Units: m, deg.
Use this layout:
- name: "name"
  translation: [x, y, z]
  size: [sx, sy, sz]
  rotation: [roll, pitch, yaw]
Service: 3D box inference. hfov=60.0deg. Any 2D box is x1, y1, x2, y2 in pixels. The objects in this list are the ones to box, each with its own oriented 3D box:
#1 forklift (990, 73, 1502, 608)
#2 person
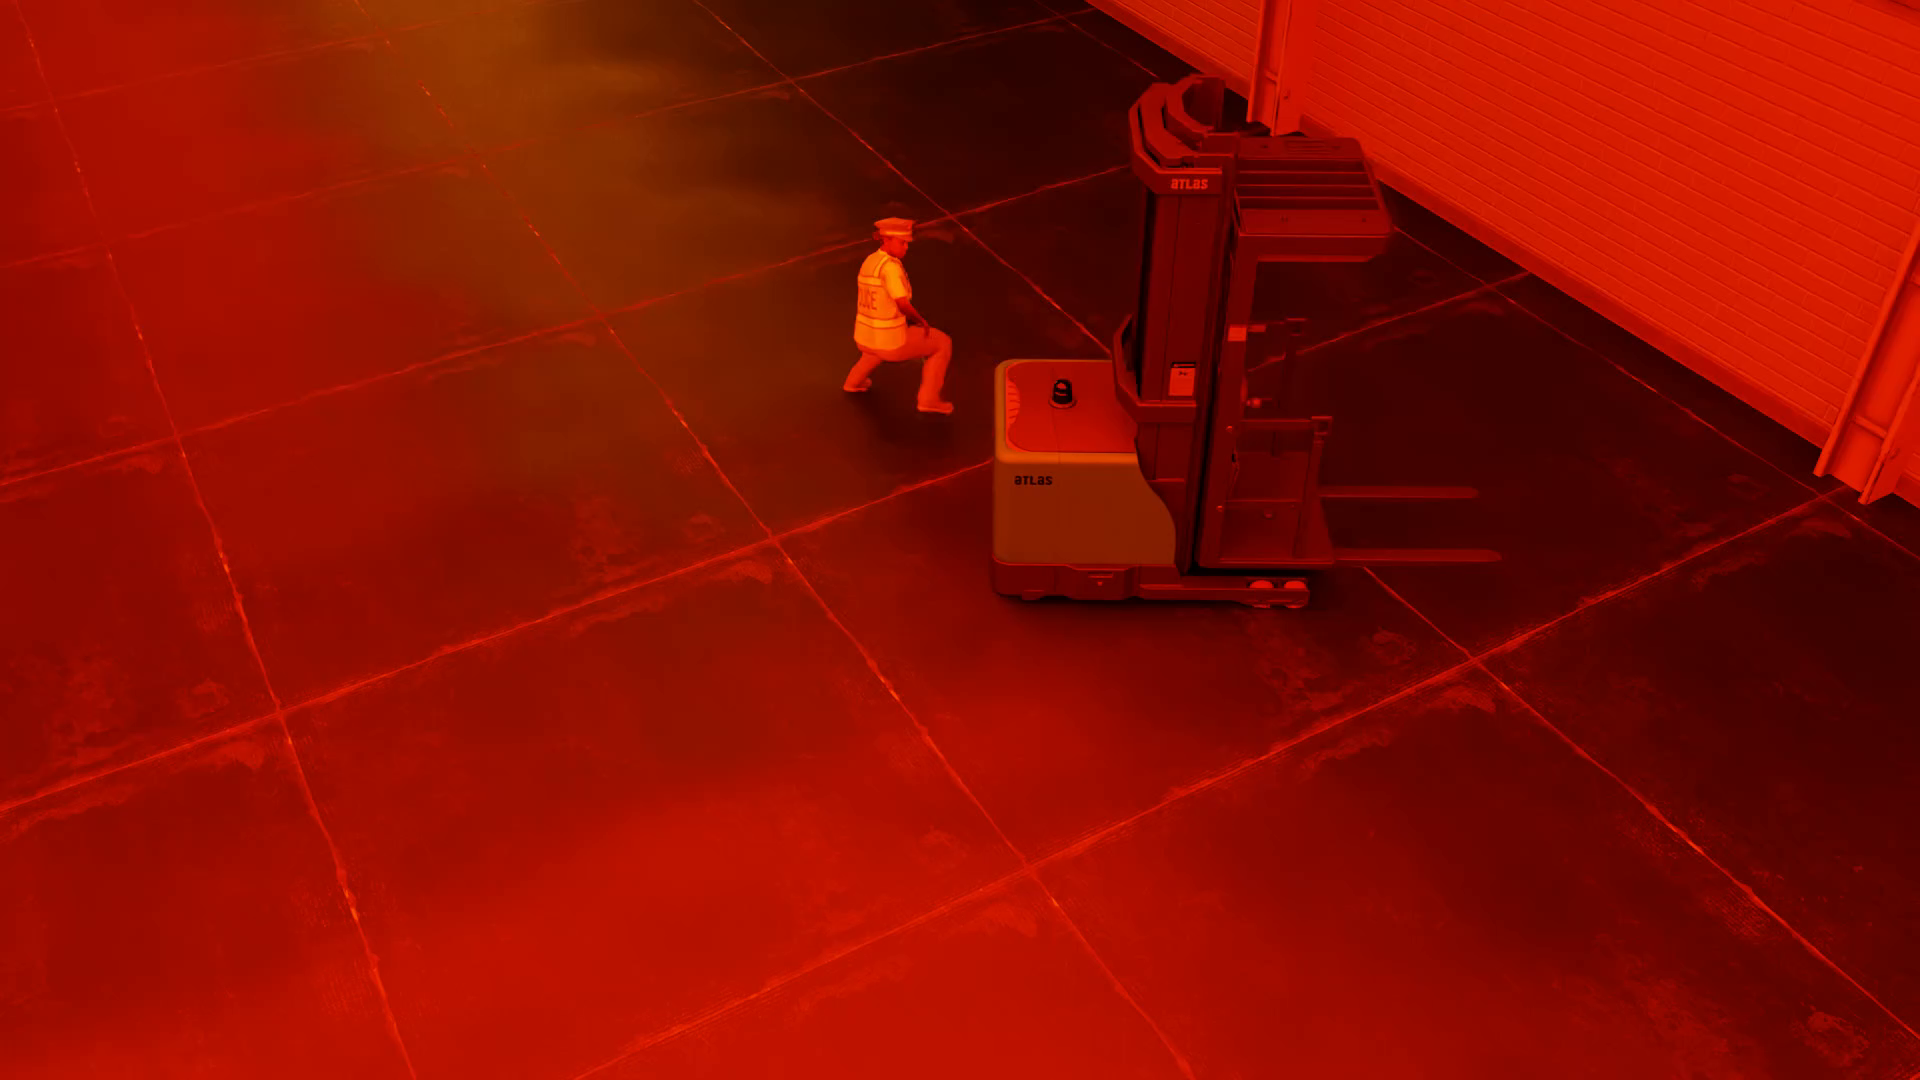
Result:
- name: "forklift"
  translation: [1.703, -1.068, 9.324]
  size: [3.031, 2.935, 1.130]
  rotation: [1, 40, 1]
- name: "person"
  translation: [-0.435, -1.455, 11.014]
  size: [0.676, 1.471, 0.844]
  rotation: [-28, 47, -30]
